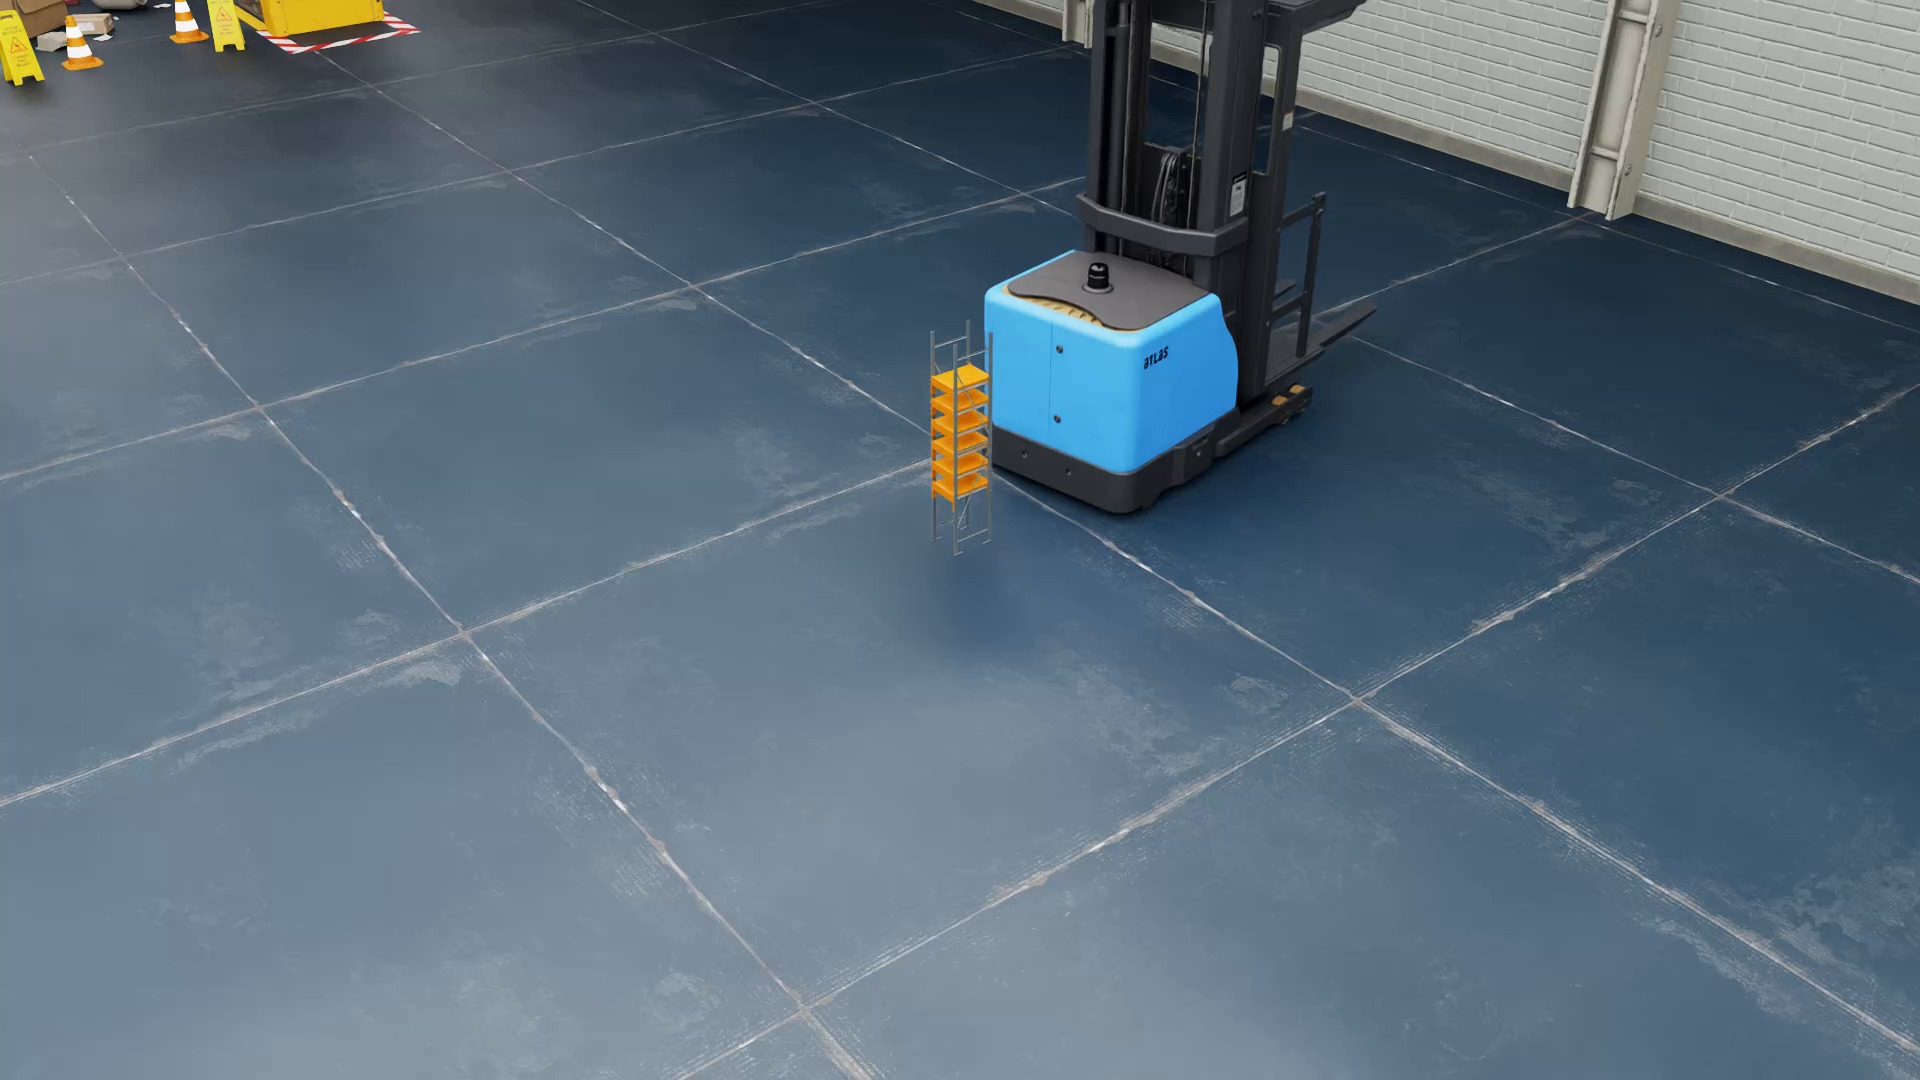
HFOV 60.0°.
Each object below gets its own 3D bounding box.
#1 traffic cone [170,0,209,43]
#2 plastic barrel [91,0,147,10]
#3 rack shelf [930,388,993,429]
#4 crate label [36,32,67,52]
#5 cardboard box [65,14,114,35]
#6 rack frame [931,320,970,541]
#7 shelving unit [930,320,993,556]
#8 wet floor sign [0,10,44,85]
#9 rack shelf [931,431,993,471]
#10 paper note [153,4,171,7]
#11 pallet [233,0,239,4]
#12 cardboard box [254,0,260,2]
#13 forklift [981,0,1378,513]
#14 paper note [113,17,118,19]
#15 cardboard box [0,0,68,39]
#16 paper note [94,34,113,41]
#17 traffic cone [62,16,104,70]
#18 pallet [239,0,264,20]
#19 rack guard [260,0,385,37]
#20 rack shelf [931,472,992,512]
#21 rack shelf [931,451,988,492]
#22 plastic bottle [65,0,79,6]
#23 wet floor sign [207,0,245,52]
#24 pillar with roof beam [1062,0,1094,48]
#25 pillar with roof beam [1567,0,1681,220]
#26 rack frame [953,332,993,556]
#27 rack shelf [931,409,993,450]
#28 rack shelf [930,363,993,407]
[{"bbox_3d":[-7.886,-5.335,16.901,0.336,0.463,0.334,-22,38,-31],"label":"traffic cone"},{"bbox_3d":[-9.065,-5.927,17.893,0.512,0.421,0.421,1,32,2],"label":"plastic barrel"},{"bbox_3d":[0.009,-0.670,8.321,0.258,0.103,0.180,-22,38,-31],"label":"rack shelf"},{"bbox_3d":[-9.085,-5.003,16.676,0.298,0.136,0.250,12,34,19],"label":"crate label"},{"bbox_3d":[-9.002,-5.332,17.194,0.380,0.149,0.250,-4,32,-7],"label":"cardboard box"},{"bbox_3d":[-0.047,-0.542,8.485,0.240,1.200,0.006,-22,38,-31],"label":"rack frame"},{"bbox_3d":[0.009,-0.504,8.424,0.258,1.200,0.189,-22,38,-31],"label":"shelving unit"},{"bbox_3d":[-8.869,-4.636,15.602,0.232,0.644,0.267,26,40,35],"label":"wet floor sign"},{"bbox_3d":[0.009,-0.466,8.447,0.258,0.103,0.180,-22,38,-31],"label":"rack shelf"},{"bbox_3d":[-8.671,-5.819,18.090,0.148,0.019,0.142,18,36,27],"label":"paper note"},{"bbox_3d":[-7.864,-6.356,18.784,1.003,0.211,1.213,-22,38,-31],"label":"pallet"},{"bbox_3d":[-7.326,-5.921,17.649,0.500,0.250,0.500,-22,38,-32],"label":"cardboard box"},{"bbox_3d":[1.463,-2.086,9.331,1.130,2.935,3.031,25,39,34],"label":"forklift"},{"bbox_3d":[-8.972,-5.546,17.670,0.032,0.001,0.123,-22,38,-31],"label":"paper note"},{"bbox_3d":[-9.680,-5.503,17.134,0.637,0.503,0.797,6,32,10],"label":"cardboard box"},{"bbox_3d":[-8.755,-5.140,16.996,0.142,0.019,0.148,18,36,27],"label":"paper note"},{"bbox_3d":[-8.554,-4.834,16.095,0.336,0.463,0.334,-22,38,-31],"label":"traffic cone"},{"bbox_3d":[-7.120,-5.848,17.966,1.003,0.211,1.213,-22,38,-31],"label":"pallet"},{"bbox_3d":[-6.650,-5.621,17.326,1.175,0.500,0.348,-22,38,-31],"label":"rack guard"},{"bbox_3d":[0.009,-0.262,8.574,0.258,0.103,0.180,-22,38,-31],"label":"rack shelf"},{"bbox_3d":[0.009,-0.364,8.510,0.258,0.103,0.180,-22,38,-31],"label":"rack shelf"},{"bbox_3d":[-9.746,-5.925,18.232,0.133,0.061,0.283,-16,35,-23],"label":"plastic bottle"},{"bbox_3d":[-7.332,-5.225,16.552,0.267,0.644,0.232,-10,33,-15],"label":"wet floor sign"},{"bbox_3d":[-2.121,-7.495,12.289,9.100,9.000,0.400,-22,38,-31],"label":"pillar with roof beam"},{"bbox_3d":[1.559,-4.995,8.263,9.100,9.000,0.400,-22,38,-31],"label":"pillar with roof beam"},{"bbox_3d":[0.065,-0.466,8.362,0.240,1.200,0.006,-22,38,-31],"label":"rack frame"},{"bbox_3d":[0.009,-0.568,8.384,0.258,0.103,0.180,-22,38,-31],"label":"rack shelf"},{"bbox_3d":[0.009,-0.772,8.257,0.258,0.103,0.180,-22,38,-31],"label":"rack shelf"}]
